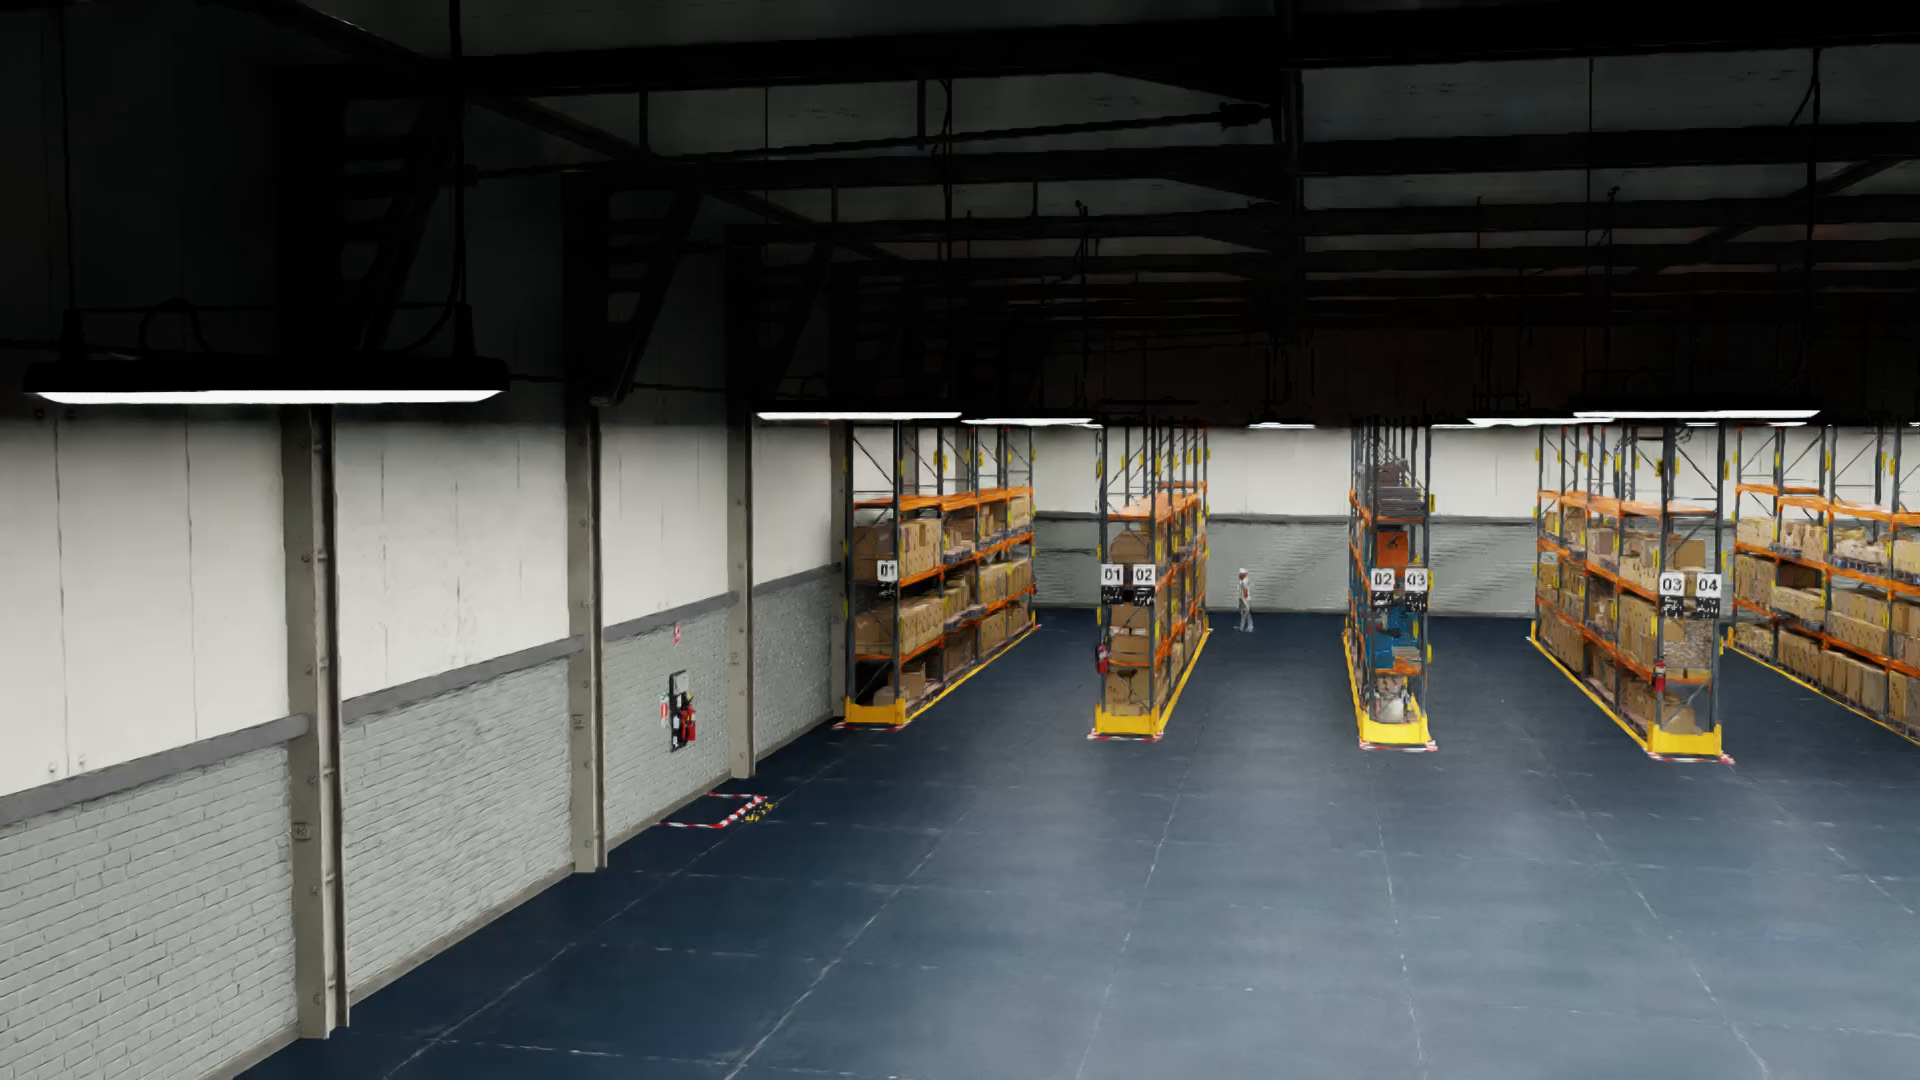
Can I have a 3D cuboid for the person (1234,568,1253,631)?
[{"bbox_3d":[8.055,1.682,47.229,0.515,1.787,0.664,0,4,4],"label":"person"}]
